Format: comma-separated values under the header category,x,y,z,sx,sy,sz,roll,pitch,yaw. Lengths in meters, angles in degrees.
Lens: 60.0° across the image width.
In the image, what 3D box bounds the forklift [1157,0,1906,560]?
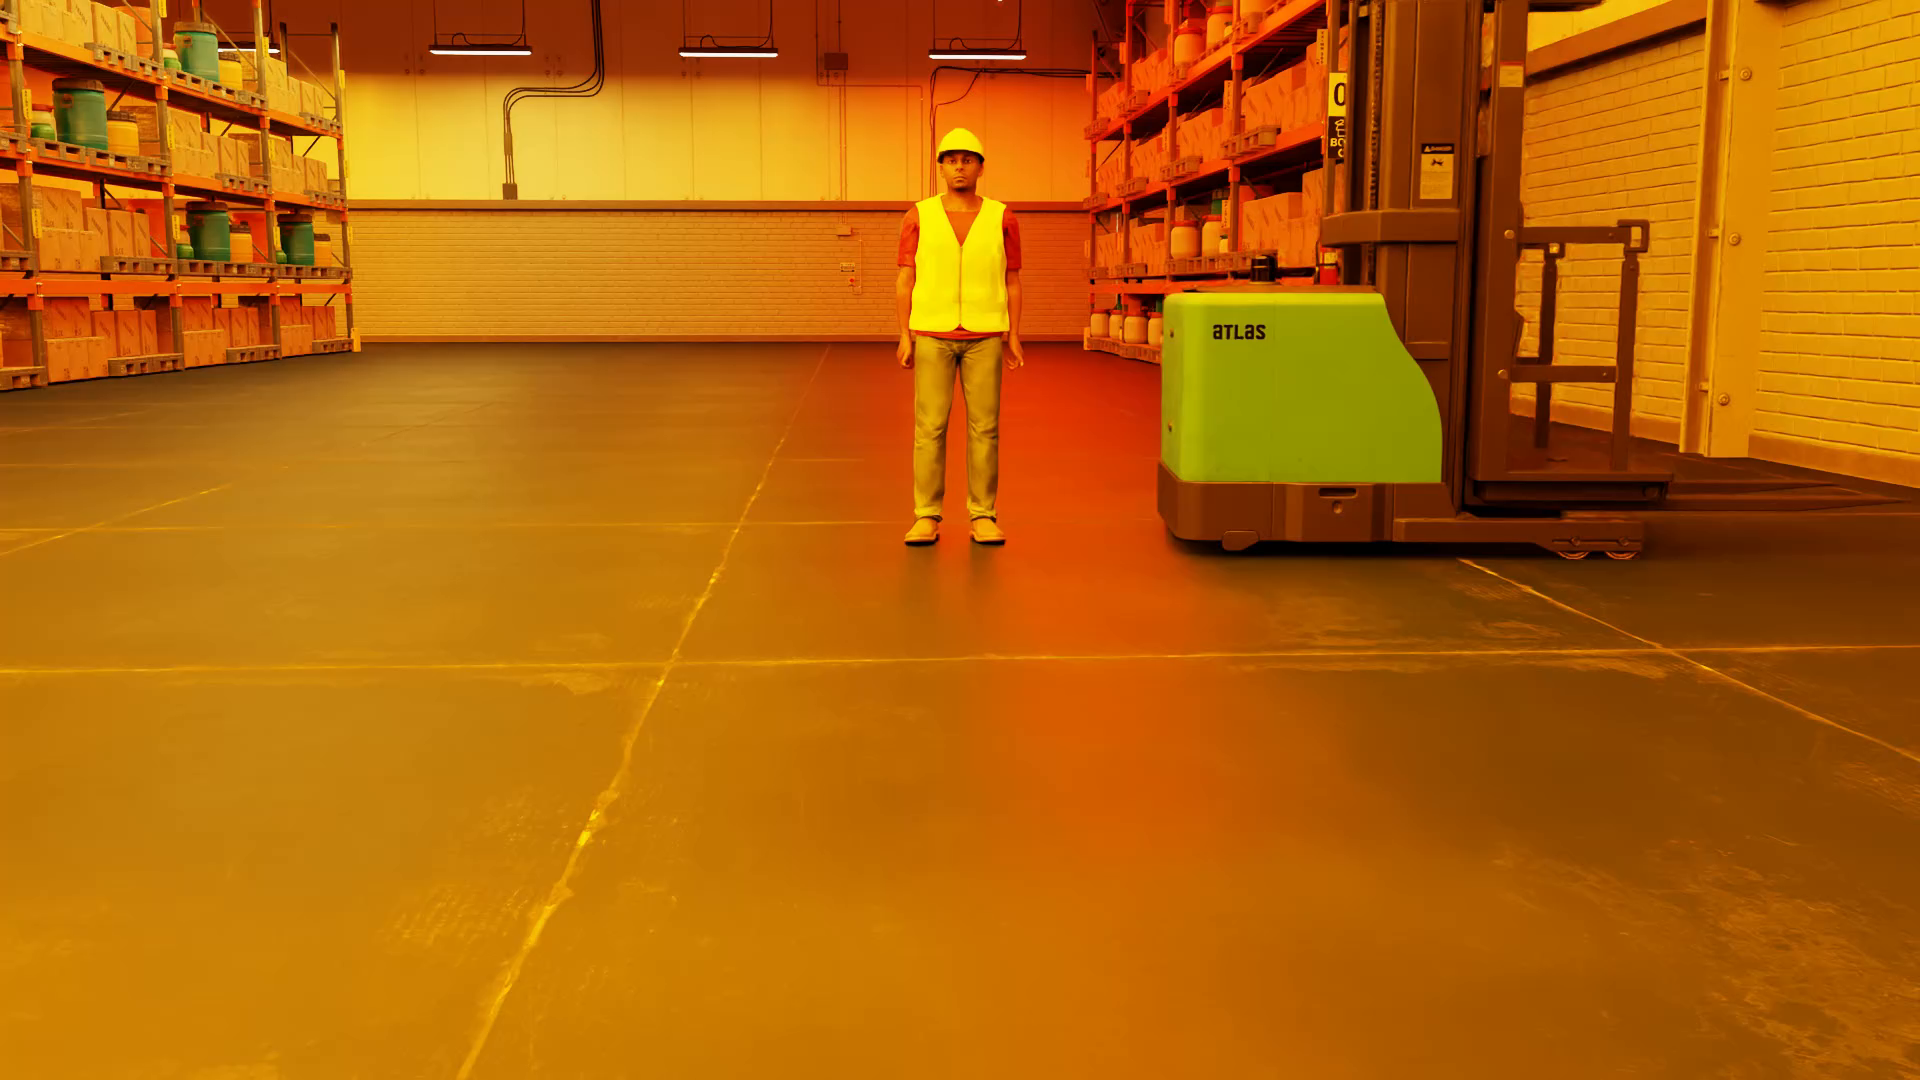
category,x,y,z,sx,sy,sz,roll,pitch,yaw
forklift,2.420,-1.448,7.080,3.031,2.935,1.130,0,8,1

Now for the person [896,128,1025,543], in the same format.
category,x,y,z,sx,sy,sz,roll,pitch,yaw
person,0.002,-0.873,7.182,0.556,1.770,0.395,-1,8,-4
